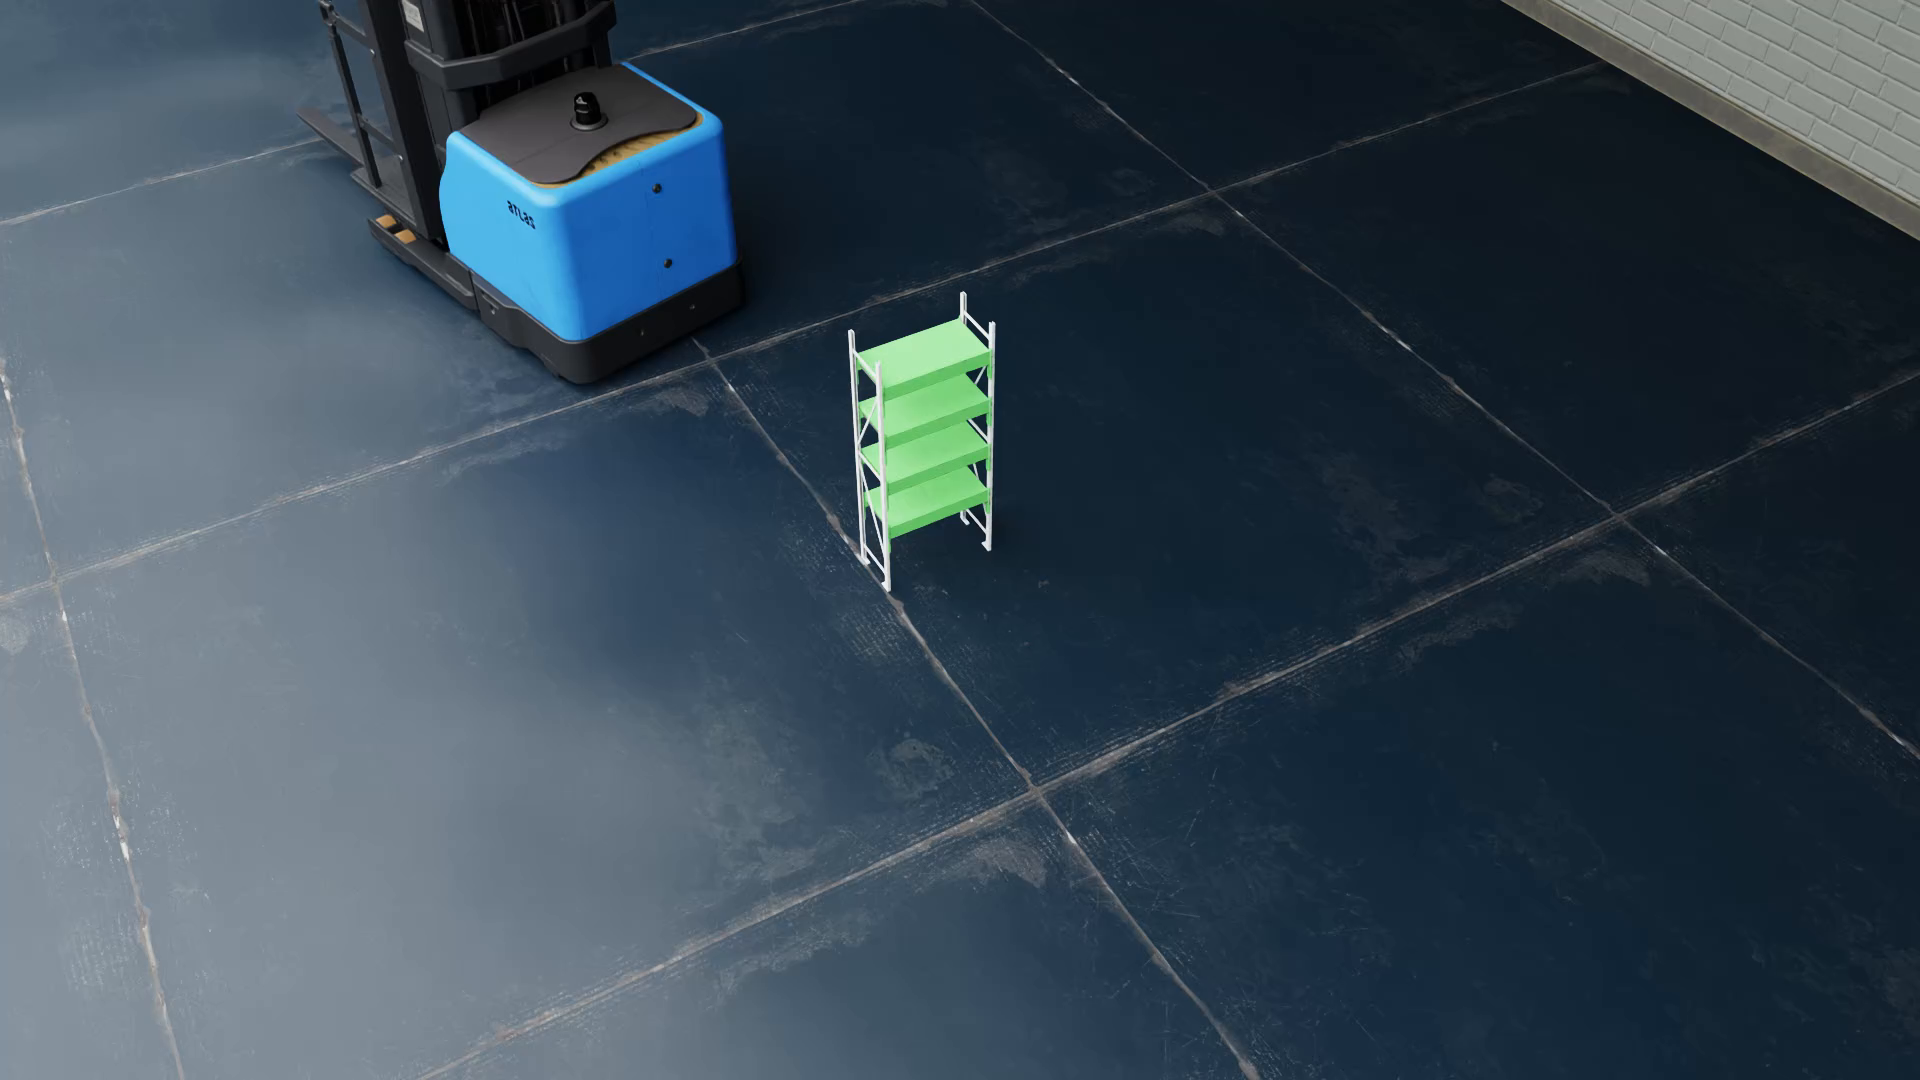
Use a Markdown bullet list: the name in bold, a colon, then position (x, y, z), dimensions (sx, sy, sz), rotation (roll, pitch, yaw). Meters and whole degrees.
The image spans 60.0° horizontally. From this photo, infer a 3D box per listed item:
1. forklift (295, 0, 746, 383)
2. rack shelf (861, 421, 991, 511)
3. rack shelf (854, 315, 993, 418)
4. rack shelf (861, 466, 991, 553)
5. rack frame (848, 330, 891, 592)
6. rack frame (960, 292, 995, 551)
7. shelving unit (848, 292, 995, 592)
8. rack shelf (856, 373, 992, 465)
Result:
- **forklift**: position (-2.456, -2.720, 7.877), dimensions (1.130, 2.935, 3.031), rotation (-34, 53, -30)
- **rack shelf**: position (-0.144, -0.327, 6.747), dimensions (0.480, 0.148, 0.258), rotation (-22, 48, -21)
- **rack shelf**: position (-0.144, -0.672, 6.413), dimensions (0.480, 0.148, 0.258), rotation (-22, 48, -21)
- **rack shelf**: position (-0.144, -0.155, 6.914), dimensions (0.480, 0.148, 0.258), rotation (-22, 48, -21)
- **rack frame**: position (-0.355, -0.288, 6.615), dimensions (0.015, 1.200, 0.240), rotation (-22, 48, -21)
- **rack frame**: position (0.068, -0.458, 6.790), dimensions (0.015, 1.200, 0.240), rotation (-22, 48, -21)
- **shelving unit**: position (-0.144, -0.373, 6.702), dimensions (0.503, 1.200, 0.258), rotation (-22, 48, -21)
- **rack shelf**: position (-0.144, -0.500, 6.580), dimensions (0.480, 0.148, 0.258), rotation (-22, 48, -21)
